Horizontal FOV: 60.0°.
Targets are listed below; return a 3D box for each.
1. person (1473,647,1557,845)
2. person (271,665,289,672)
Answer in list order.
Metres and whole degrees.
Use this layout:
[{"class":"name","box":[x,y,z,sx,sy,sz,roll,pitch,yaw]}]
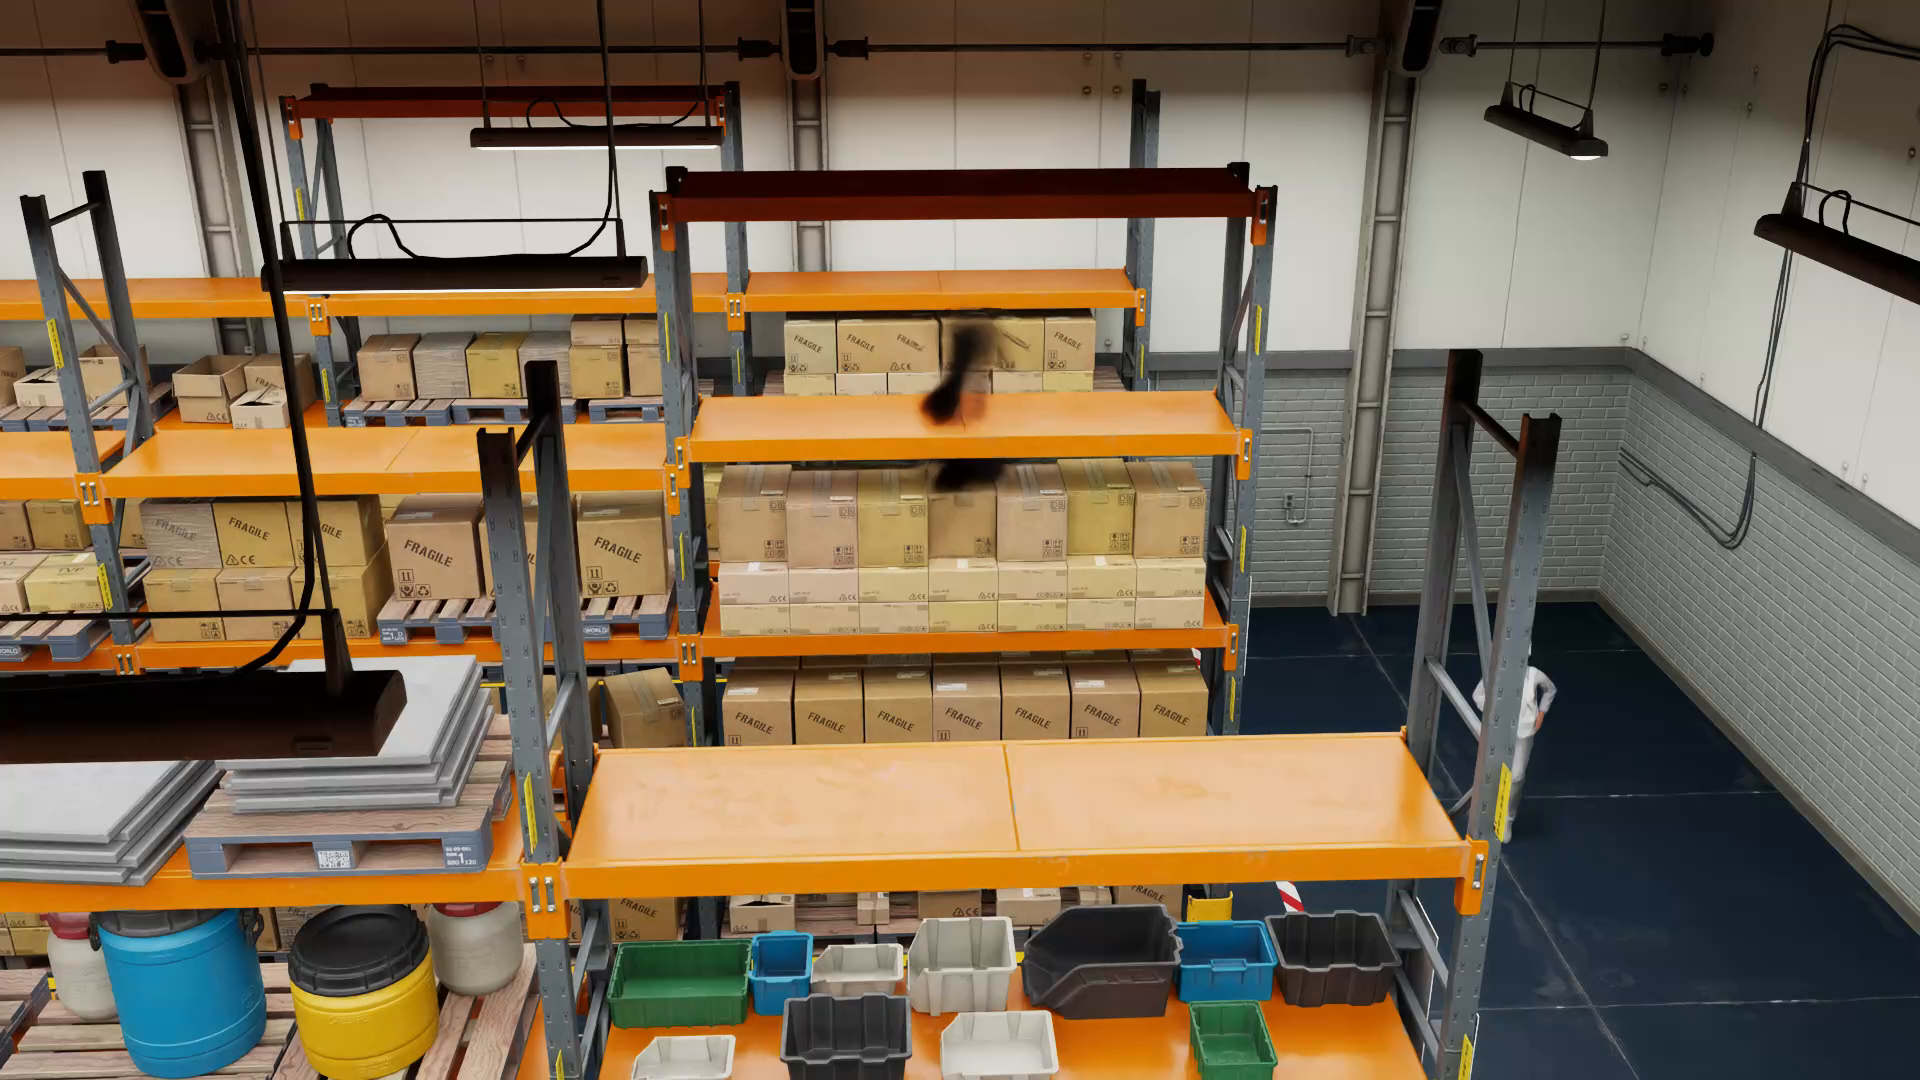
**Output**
[{"class":"person","box":[4.819,1.687,14.628,0.667,1.809,0.798,11,24,24]},{"class":"person","box":[-6.146,1.342,15.564,0.627,1.734,0.651,-9,24,-22]}]
